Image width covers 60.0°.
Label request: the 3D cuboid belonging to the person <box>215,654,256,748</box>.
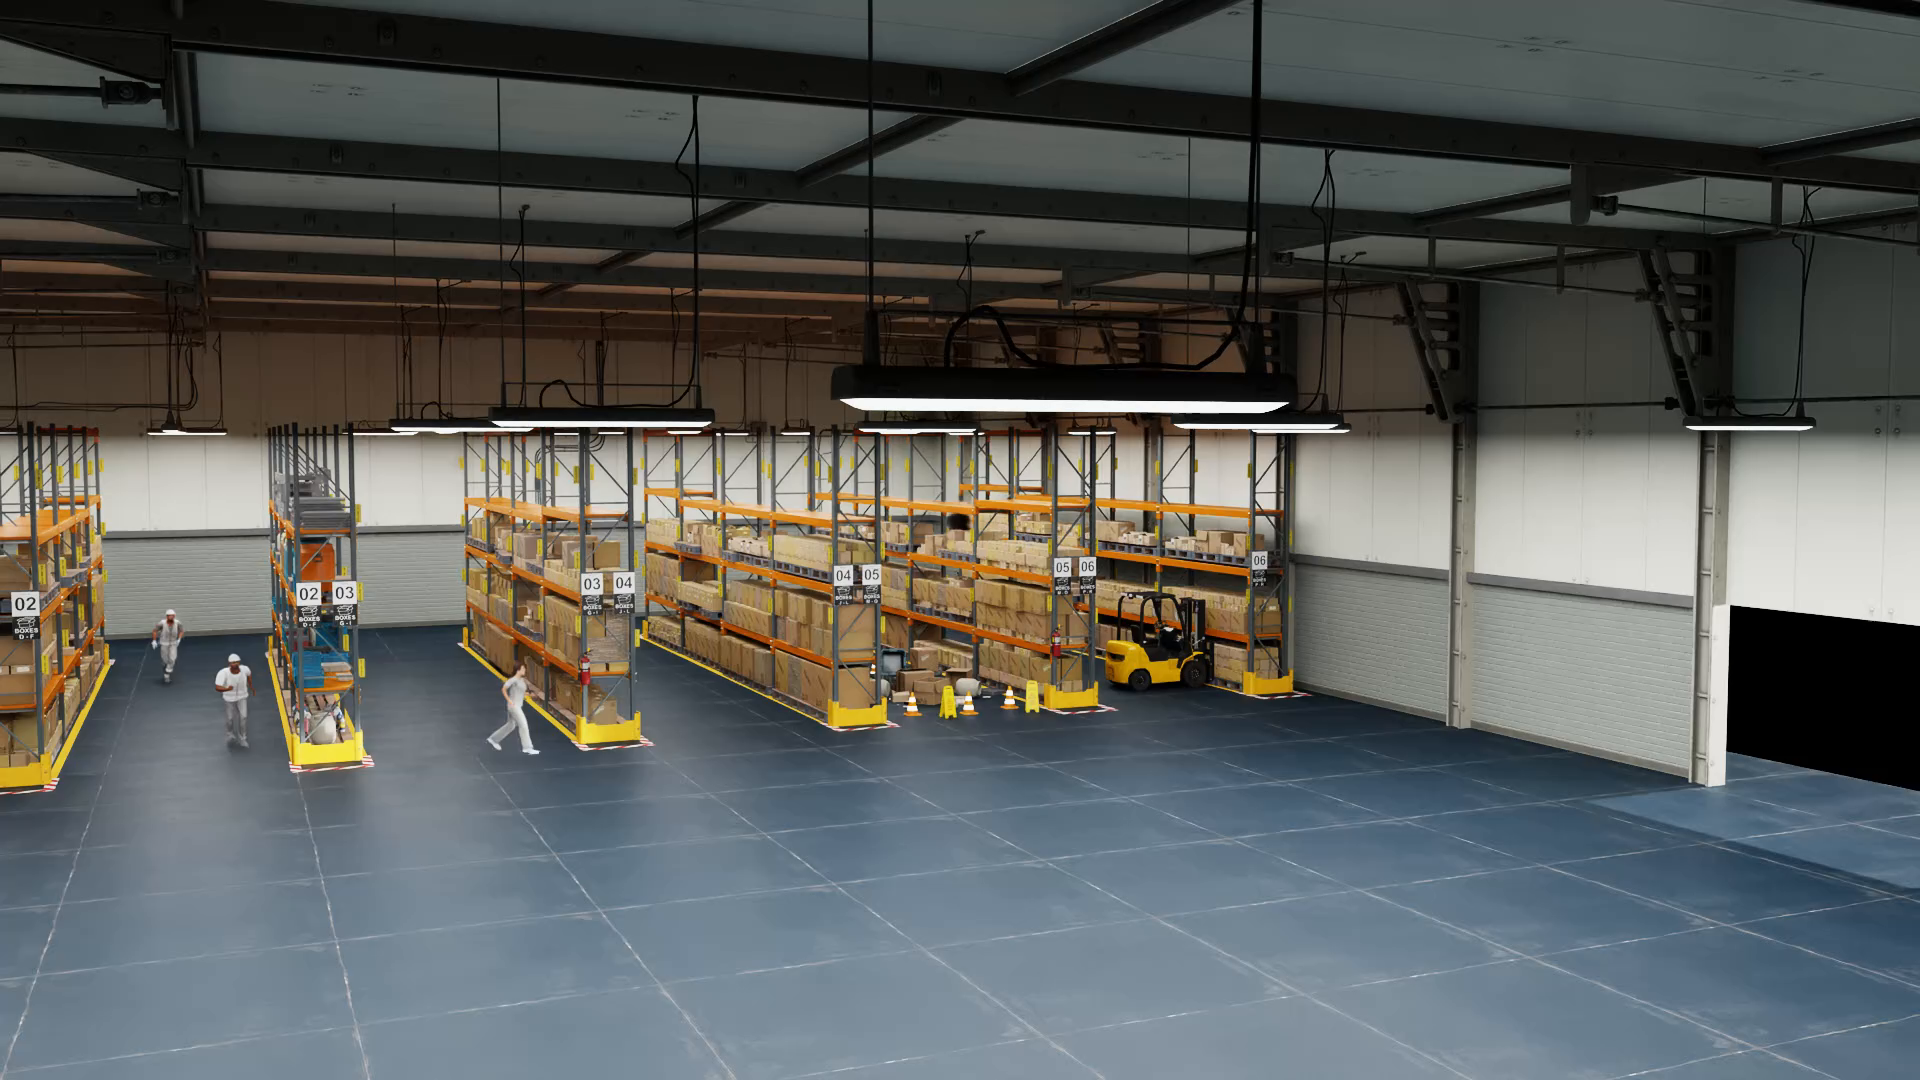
[{"bbox_3d":[-13.498,2.964,30.987,0.714,1.735,0.983,-2,4,-30],"label":"person"}]

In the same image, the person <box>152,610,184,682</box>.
[{"bbox_3d":[-18.655,2.477,39.179,0.669,1.714,0.705,-3,4,-39],"label":"person"}]

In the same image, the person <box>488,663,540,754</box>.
[{"bbox_3d":[-8.096,3.041,30.113,0.972,1.659,0.538,0,3,1],"label":"person"}]
